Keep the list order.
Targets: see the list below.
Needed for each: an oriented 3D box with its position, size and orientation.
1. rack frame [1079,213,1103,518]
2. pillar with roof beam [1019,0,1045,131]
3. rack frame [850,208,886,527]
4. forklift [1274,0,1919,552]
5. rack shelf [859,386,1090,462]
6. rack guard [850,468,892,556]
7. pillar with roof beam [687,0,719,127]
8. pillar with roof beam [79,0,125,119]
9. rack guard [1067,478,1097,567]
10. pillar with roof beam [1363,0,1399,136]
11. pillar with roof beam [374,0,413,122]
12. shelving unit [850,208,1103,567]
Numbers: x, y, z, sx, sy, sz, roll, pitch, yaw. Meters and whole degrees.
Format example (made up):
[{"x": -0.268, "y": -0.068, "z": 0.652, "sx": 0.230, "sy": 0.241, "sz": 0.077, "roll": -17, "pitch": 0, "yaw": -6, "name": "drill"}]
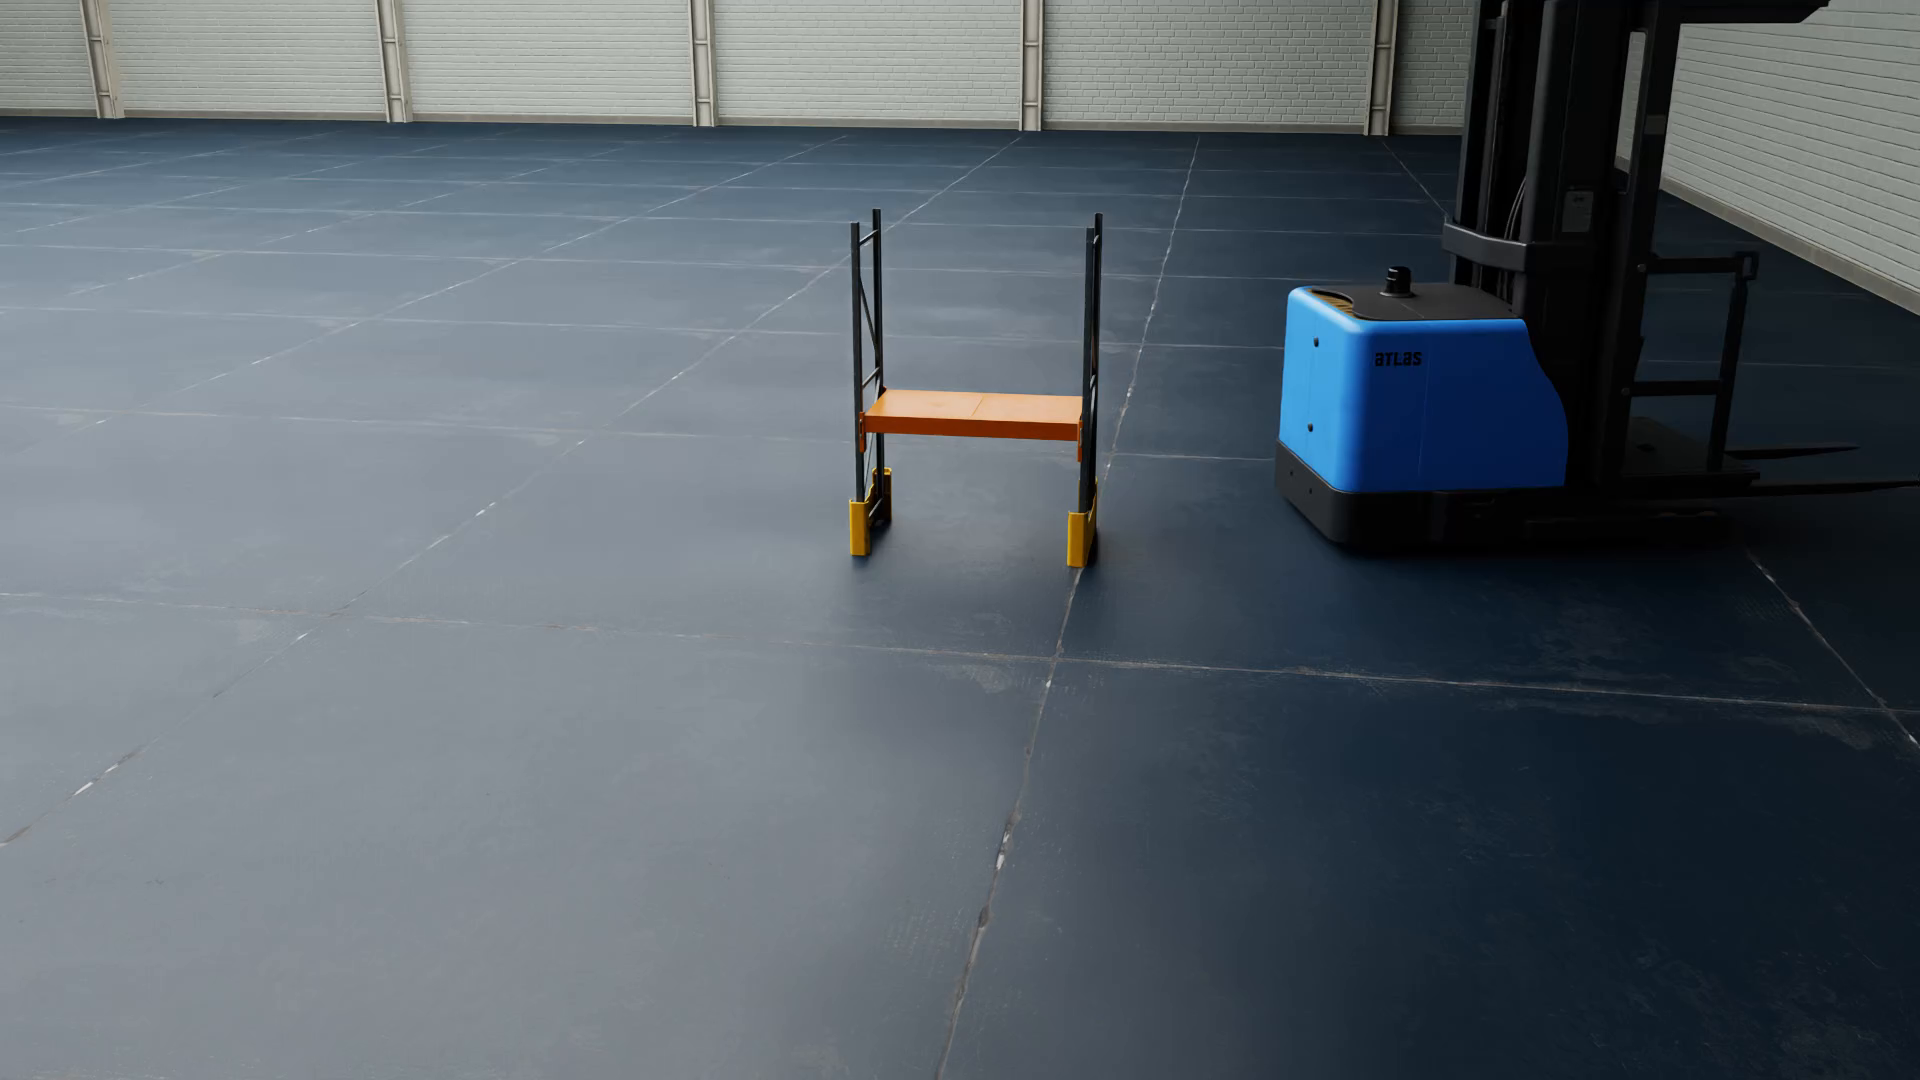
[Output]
[{"x": 0.586, "y": -0.681, "z": 7.476, "sx": 0.032, "sy": 1.500, "sz": 0.500, "roll": 3, "pitch": 19, "yaw": 9, "name": "rack frame"}, {"x": 0.581, "y": -10.229, "z": 24.193, "sx": 0.400, "sy": 9.000, "sz": 9.100, "roll": 3, "pitch": 19, "yaw": 9, "name": "pillar with roof beam"}, {"x": -0.418, "y": -0.733, "z": 7.629, "sx": 0.032, "sy": 1.500, "sz": 0.500, "roll": 3, "pitch": 19, "yaw": 9, "name": "rack frame"}, {"x": 3.139, "y": -1.516, "z": 7.715, "sx": 3.031, "sy": 2.935, "sz": 1.130, "roll": -2, "pitch": 19, "yaw": -6, "name": "forklift"}, {"x": 0.084, "y": -0.536, "z": 7.609, "sx": 1.000, "sy": 0.185, "sz": 0.538, "roll": 3, "pitch": 19, "yaw": 9, "name": "rack shelf"}, {"x": -0.416, "y": -0.140, "z": 7.827, "sx": 0.087, "sy": 0.250, "sz": 0.587, "roll": 3, "pitch": 19, "yaw": 9, "name": "rack guard"}, {"x": -5.343, "y": -10.531, "z": 25.096, "sx": 0.400, "sy": 9.000, "sz": 9.100, "roll": 3, "pitch": 19, "yaw": 9, "name": "pillar with roof beam"}, {"x": -17.191, "y": -11.135, "z": 26.901, "sx": 0.400, "sy": 9.000, "sz": 9.100, "roll": 3, "pitch": 19, "yaw": 9, "name": "pillar with roof beam"}, {"x": 0.567, "y": -0.090, "z": 7.677, "sx": 0.087, "sy": 0.250, "sz": 0.587, "roll": 3, "pitch": 19, "yaw": 9, "name": "rack guard"}, {"x": 6.505, "y": -9.927, "z": 23.291, "sx": 0.400, "sy": 9.000, "sz": 9.100, "roll": 3, "pitch": 19, "yaw": 9, "name": "pillar with roof beam"}, {"x": -11.267, "y": -10.833, "z": 25.998, "sx": 0.400, "sy": 9.000, "sz": 9.100, "roll": 3, "pitch": 19, "yaw": 9, "name": "pillar with roof beam"}, {"x": 0.075, "y": -0.707, "z": 7.554, "sx": 1.083, "sy": 1.500, "sz": 0.587, "roll": 3, "pitch": 19, "yaw": 9, "name": "shelving unit"}]
